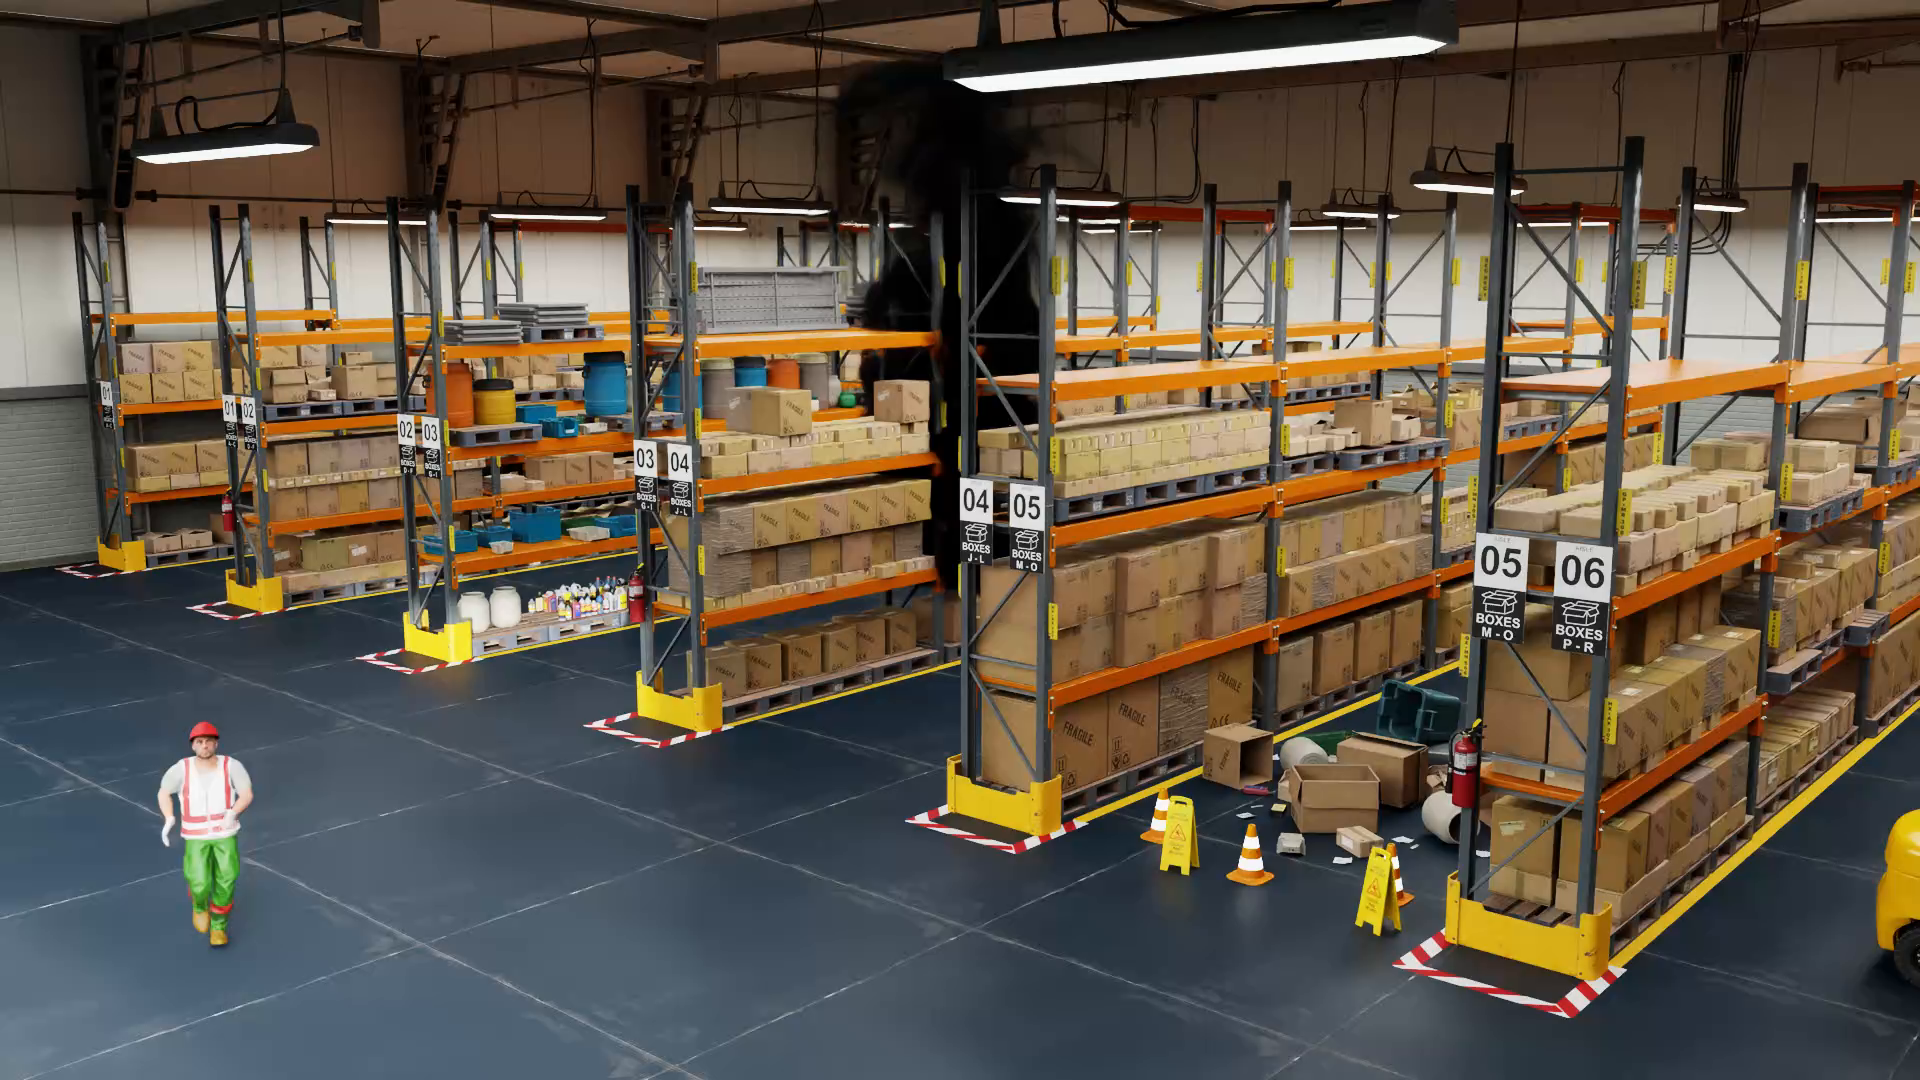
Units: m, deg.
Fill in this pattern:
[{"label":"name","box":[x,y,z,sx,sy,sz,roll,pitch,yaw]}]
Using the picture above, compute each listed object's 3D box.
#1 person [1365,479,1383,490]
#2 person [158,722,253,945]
[{"label":"person","box":[7.792,-0.951,31.687,0.650,1.812,0.736,-7,12,-38]},{"label":"person","box":[-5.662,2.239,12.552,0.650,1.740,0.577,-5,11,-27]}]
